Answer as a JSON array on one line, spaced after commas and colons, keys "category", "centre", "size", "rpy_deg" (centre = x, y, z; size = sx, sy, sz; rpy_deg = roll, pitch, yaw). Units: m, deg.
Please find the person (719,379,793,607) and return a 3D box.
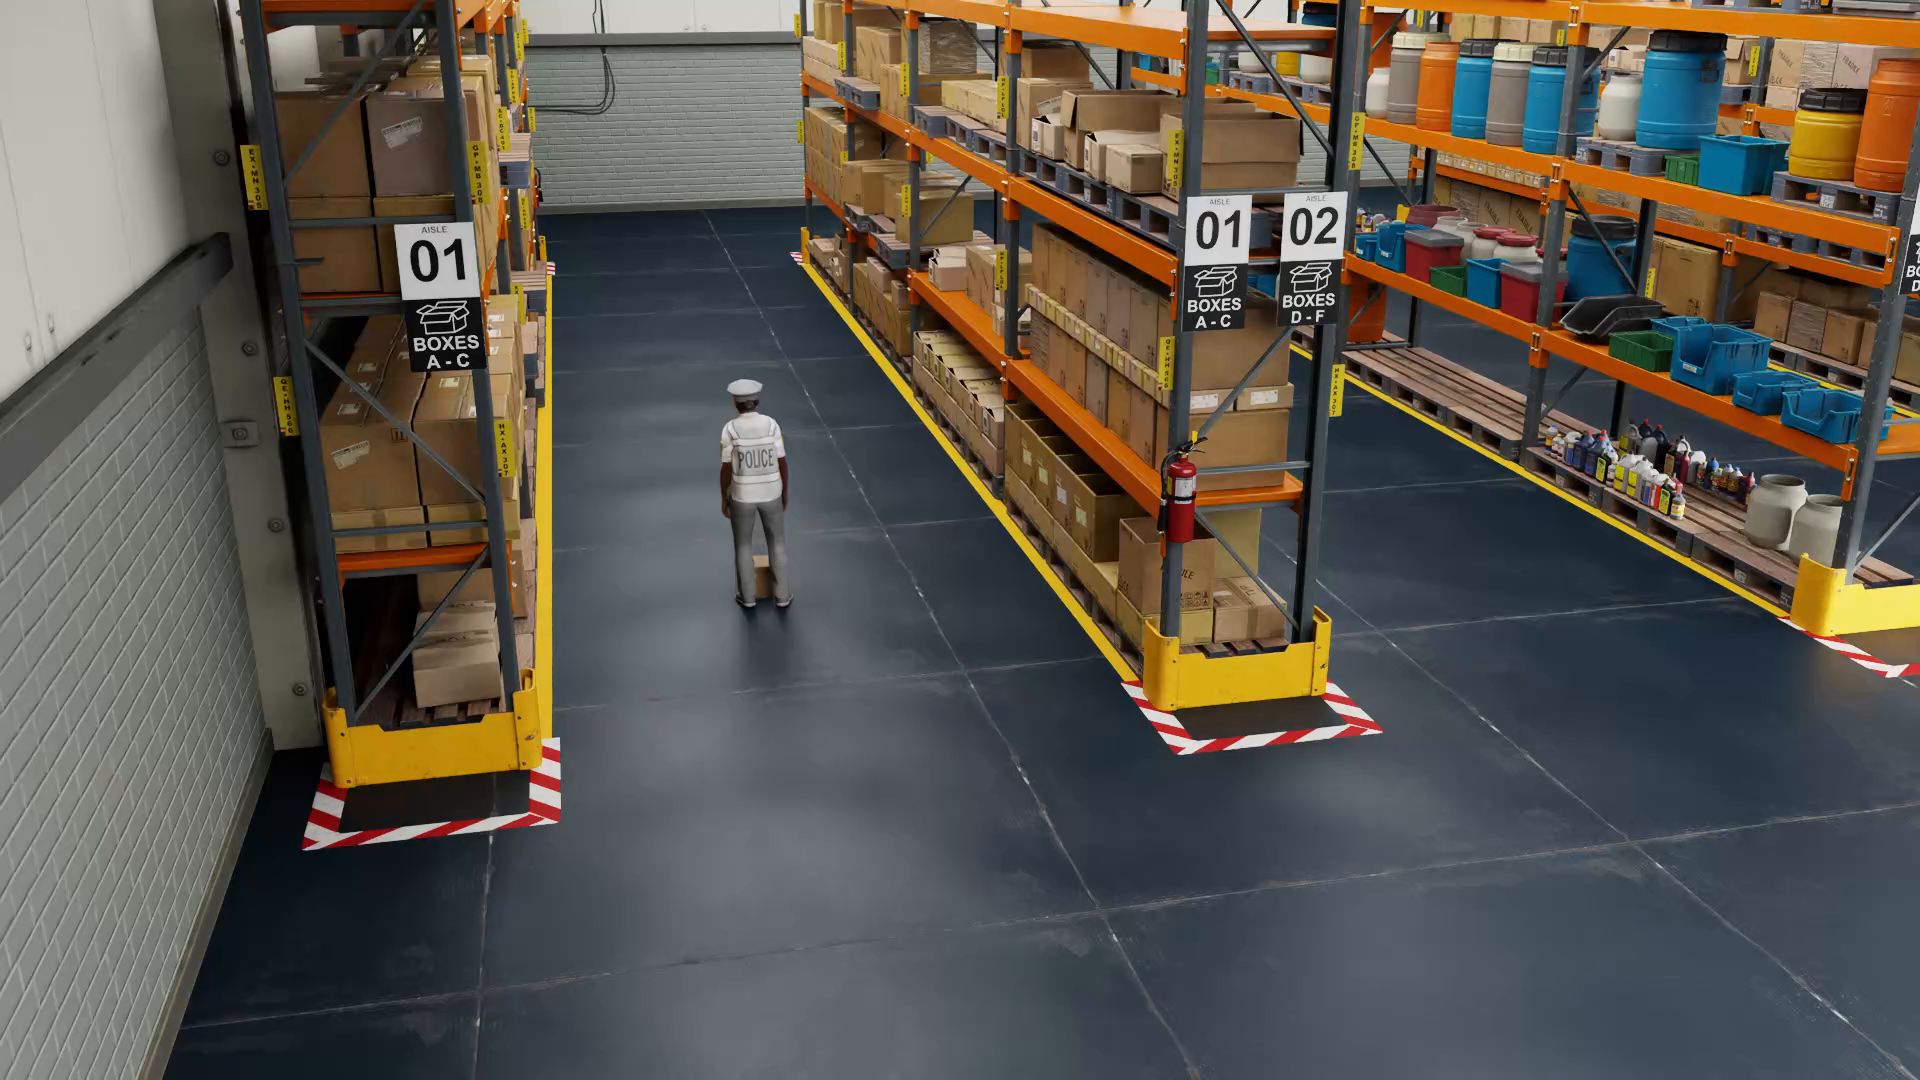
[{"category": "person", "centre": [-1.468, -0.313, 11.945], "size": [0.511, 1.658, 0.416], "rpy_deg": [-5, 20, -13]}]
